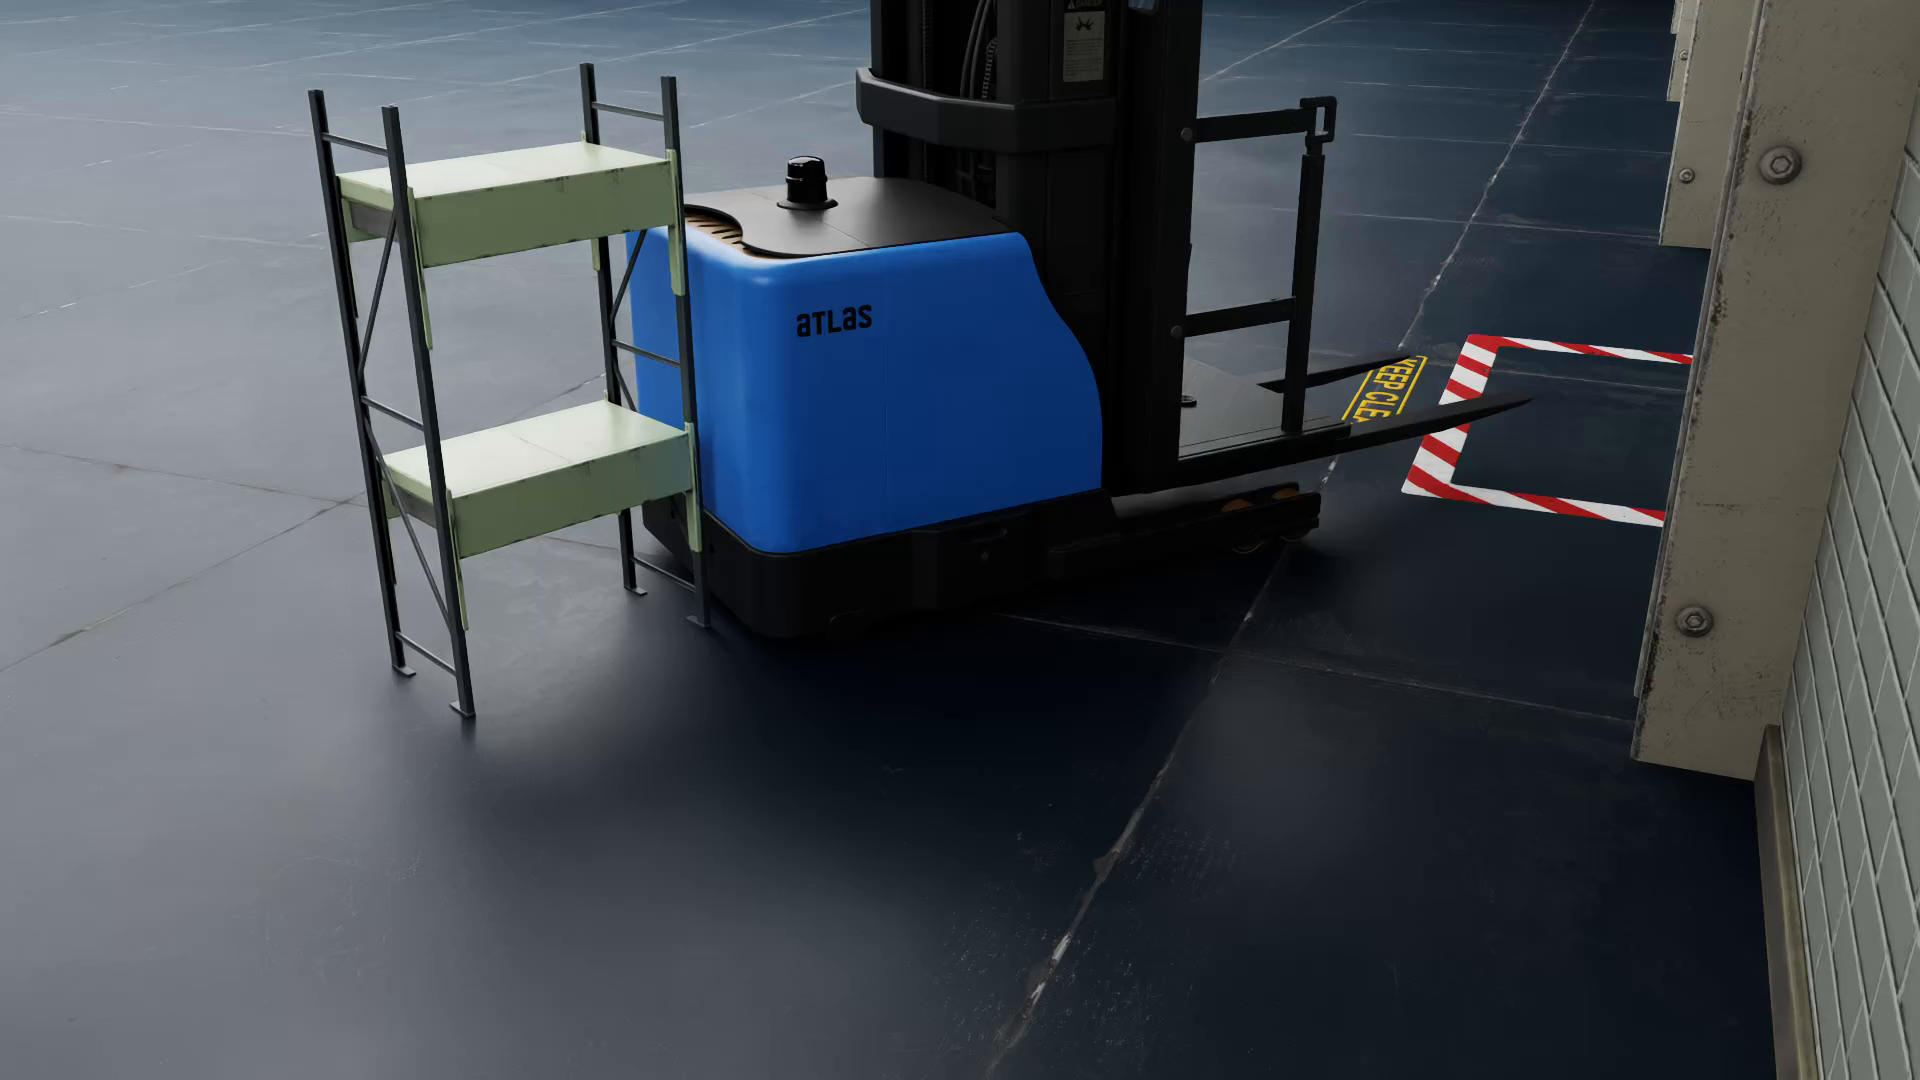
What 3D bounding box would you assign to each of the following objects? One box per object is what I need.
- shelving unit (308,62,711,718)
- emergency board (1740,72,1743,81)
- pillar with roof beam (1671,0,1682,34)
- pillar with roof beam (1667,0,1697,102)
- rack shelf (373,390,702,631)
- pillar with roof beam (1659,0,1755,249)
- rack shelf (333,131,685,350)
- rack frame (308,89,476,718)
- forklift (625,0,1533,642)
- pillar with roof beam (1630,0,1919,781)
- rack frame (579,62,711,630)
[{"bbox_3d":[-1.107,-0.401,4.263,0.755,1.500,0.431,-21,30,-40],"label":"shelving unit"},{"bbox_3d":[2.780,-1.786,5.635,0.194,1.169,0.643,9,24,20],"label":"emergency board"},{"bbox_3d":[4.516,-10.733,19.271,9.100,9.000,0.400,9,24,20],"label":"pillar with roof beam"},{"bbox_3d":[2.287,-8.586,14.131,9.100,9.000,0.400,9,24,20],"label":"pillar with roof beam"},{"bbox_3d":[-1.107,-0.100,4.389,0.720,0.370,0.431,-21,30,-40],"label":"rack shelf"},{"bbox_3d":[0.059,-6.439,8.990,9.100,9.000,0.400,9,24,20],"label":"pillar with roof beam"},{"bbox_3d":[-1.107,-0.761,4.113,0.720,0.370,0.431,-21,30,-40],"label":"rack shelf"},{"bbox_3d":[-1.369,-0.302,4.027,0.023,1.500,0.400,-21,30,-40],"label":"rack frame"},{"bbox_3d":[0.547,-1.473,4.973,3.031,2.935,1.130,-12,26,-27],"label":"forklift"},{"bbox_3d":[-2.170,-4.292,3.850,9.100,9.000,0.400,9,24,20],"label":"pillar with roof beam"},{"bbox_3d":[-0.846,-0.499,4.499,0.023,1.500,0.400,-21,30,-40],"label":"rack frame"}]
